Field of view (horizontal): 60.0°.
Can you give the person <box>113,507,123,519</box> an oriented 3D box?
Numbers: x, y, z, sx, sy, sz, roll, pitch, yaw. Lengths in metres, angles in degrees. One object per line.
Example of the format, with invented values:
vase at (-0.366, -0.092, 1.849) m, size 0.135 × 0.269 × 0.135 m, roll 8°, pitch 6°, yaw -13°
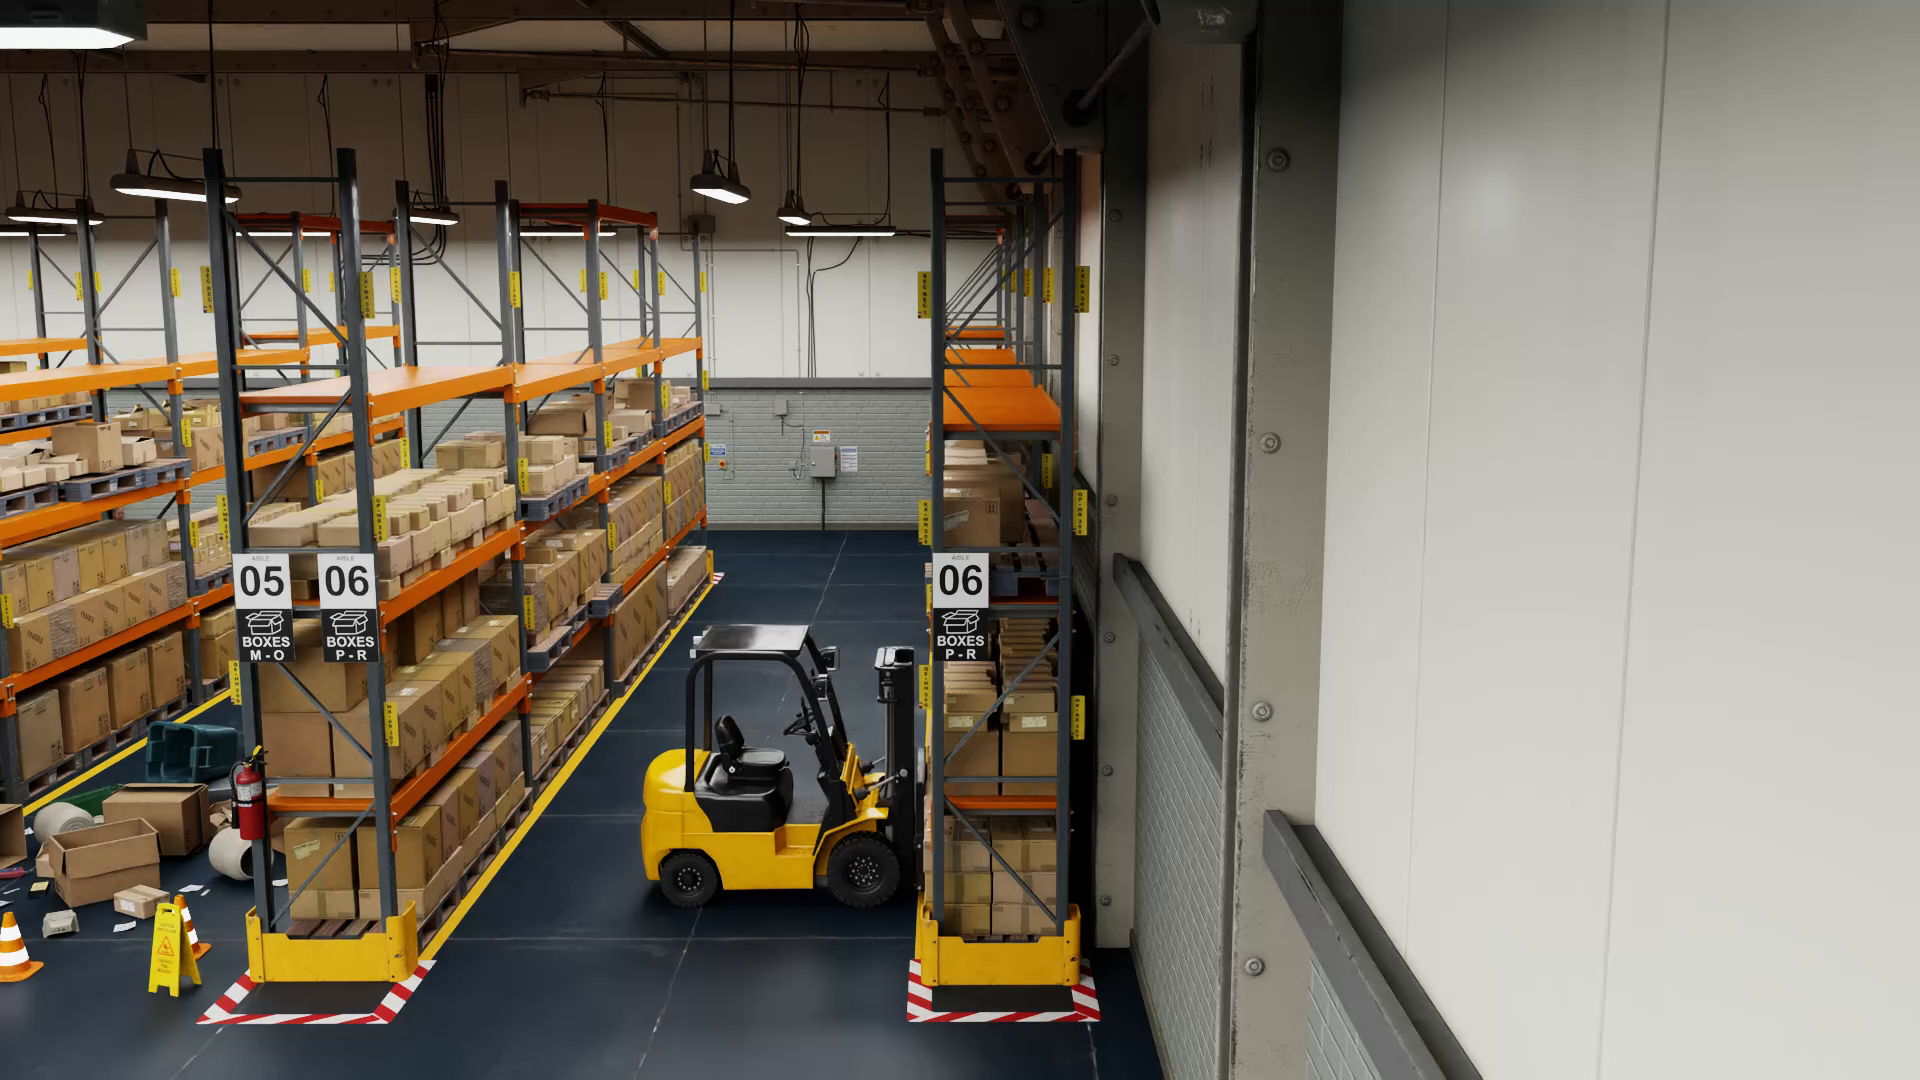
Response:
person at (-13.016, 0.259, 25.764) m, size 0.392 × 1.614 × 0.928 m, roll 1°, pitch 9°, yaw 5°
